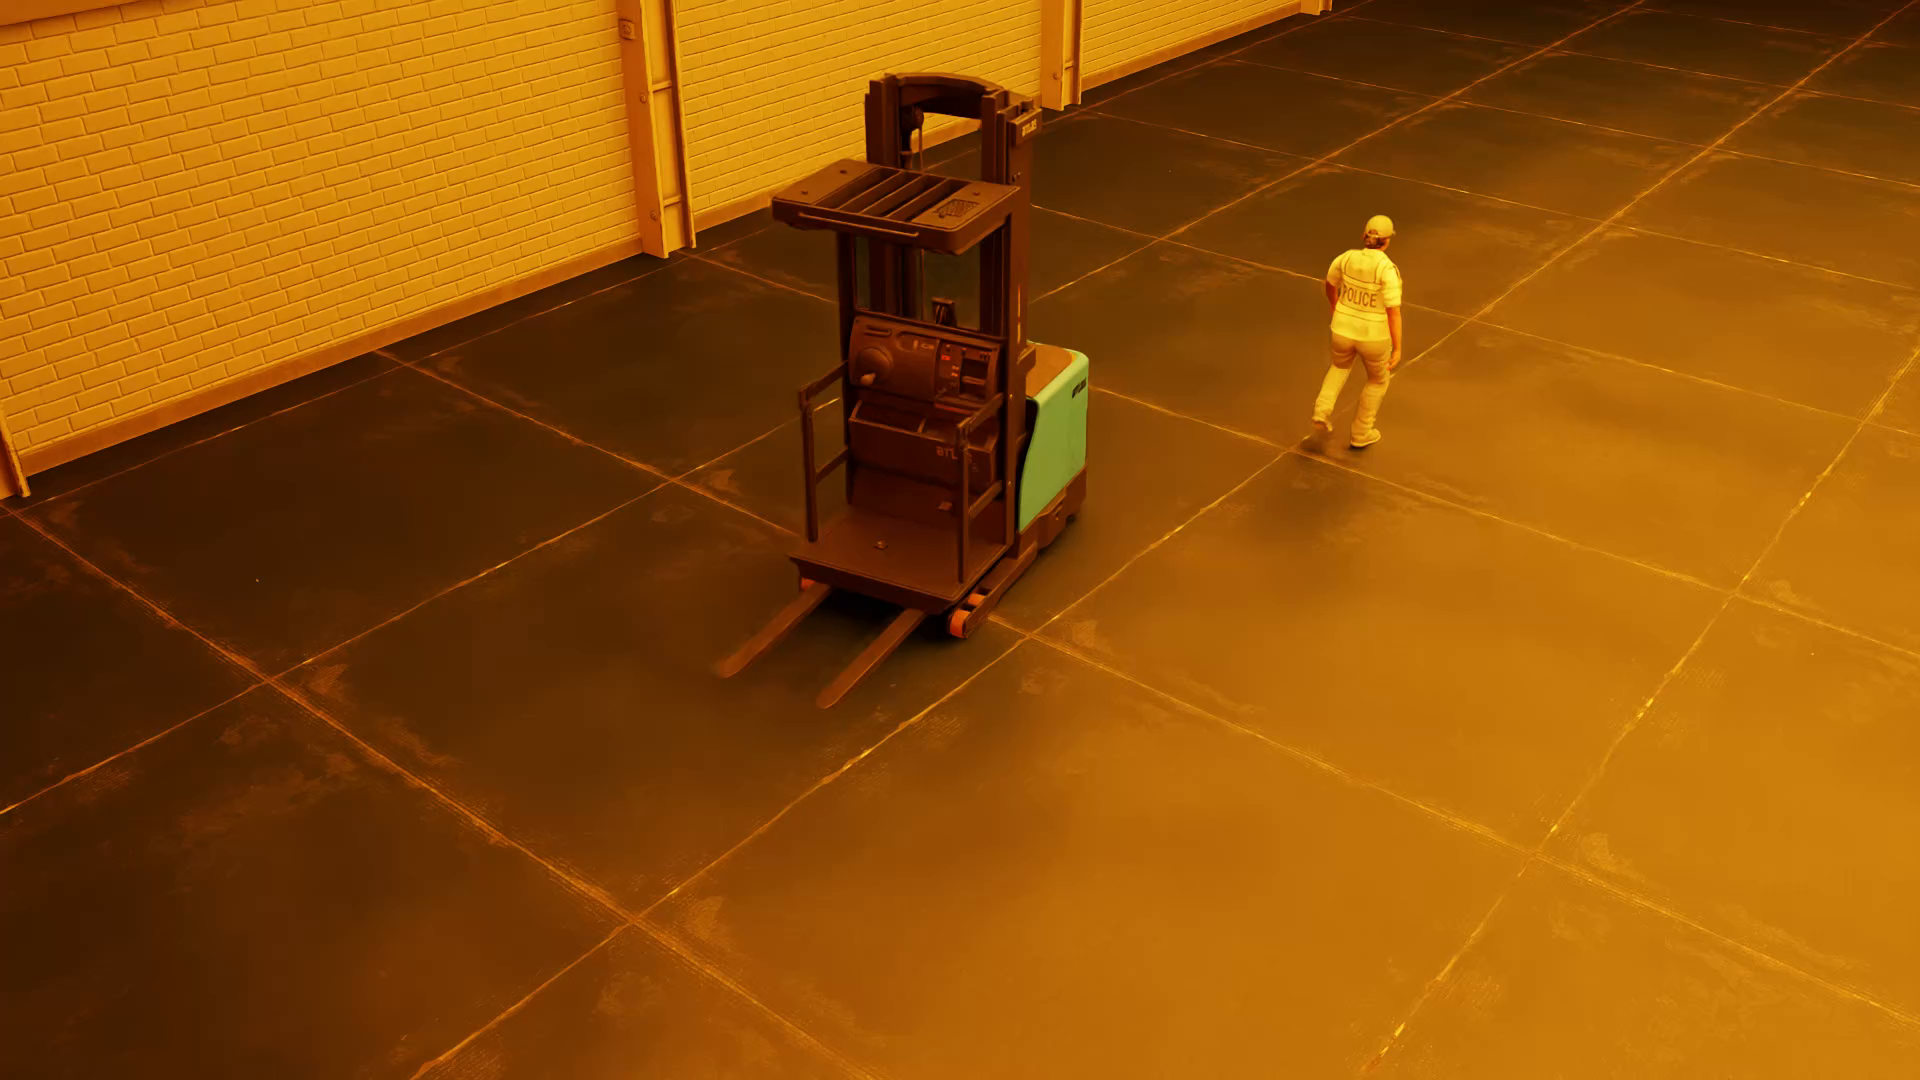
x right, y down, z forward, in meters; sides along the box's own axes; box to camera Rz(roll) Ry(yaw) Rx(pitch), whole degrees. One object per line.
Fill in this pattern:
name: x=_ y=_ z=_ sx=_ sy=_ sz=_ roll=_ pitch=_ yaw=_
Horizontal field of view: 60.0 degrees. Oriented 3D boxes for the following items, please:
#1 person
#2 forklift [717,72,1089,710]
person: x=2.714 y=-1.391 z=11.258 sx=0.689 sy=1.646 sz=0.508 roll=23 pitch=37 yaw=34
forklift: x=-0.303 y=-0.957 z=9.232 sx=1.130 sy=2.935 sz=3.031 roll=14 pitch=33 yaw=23
